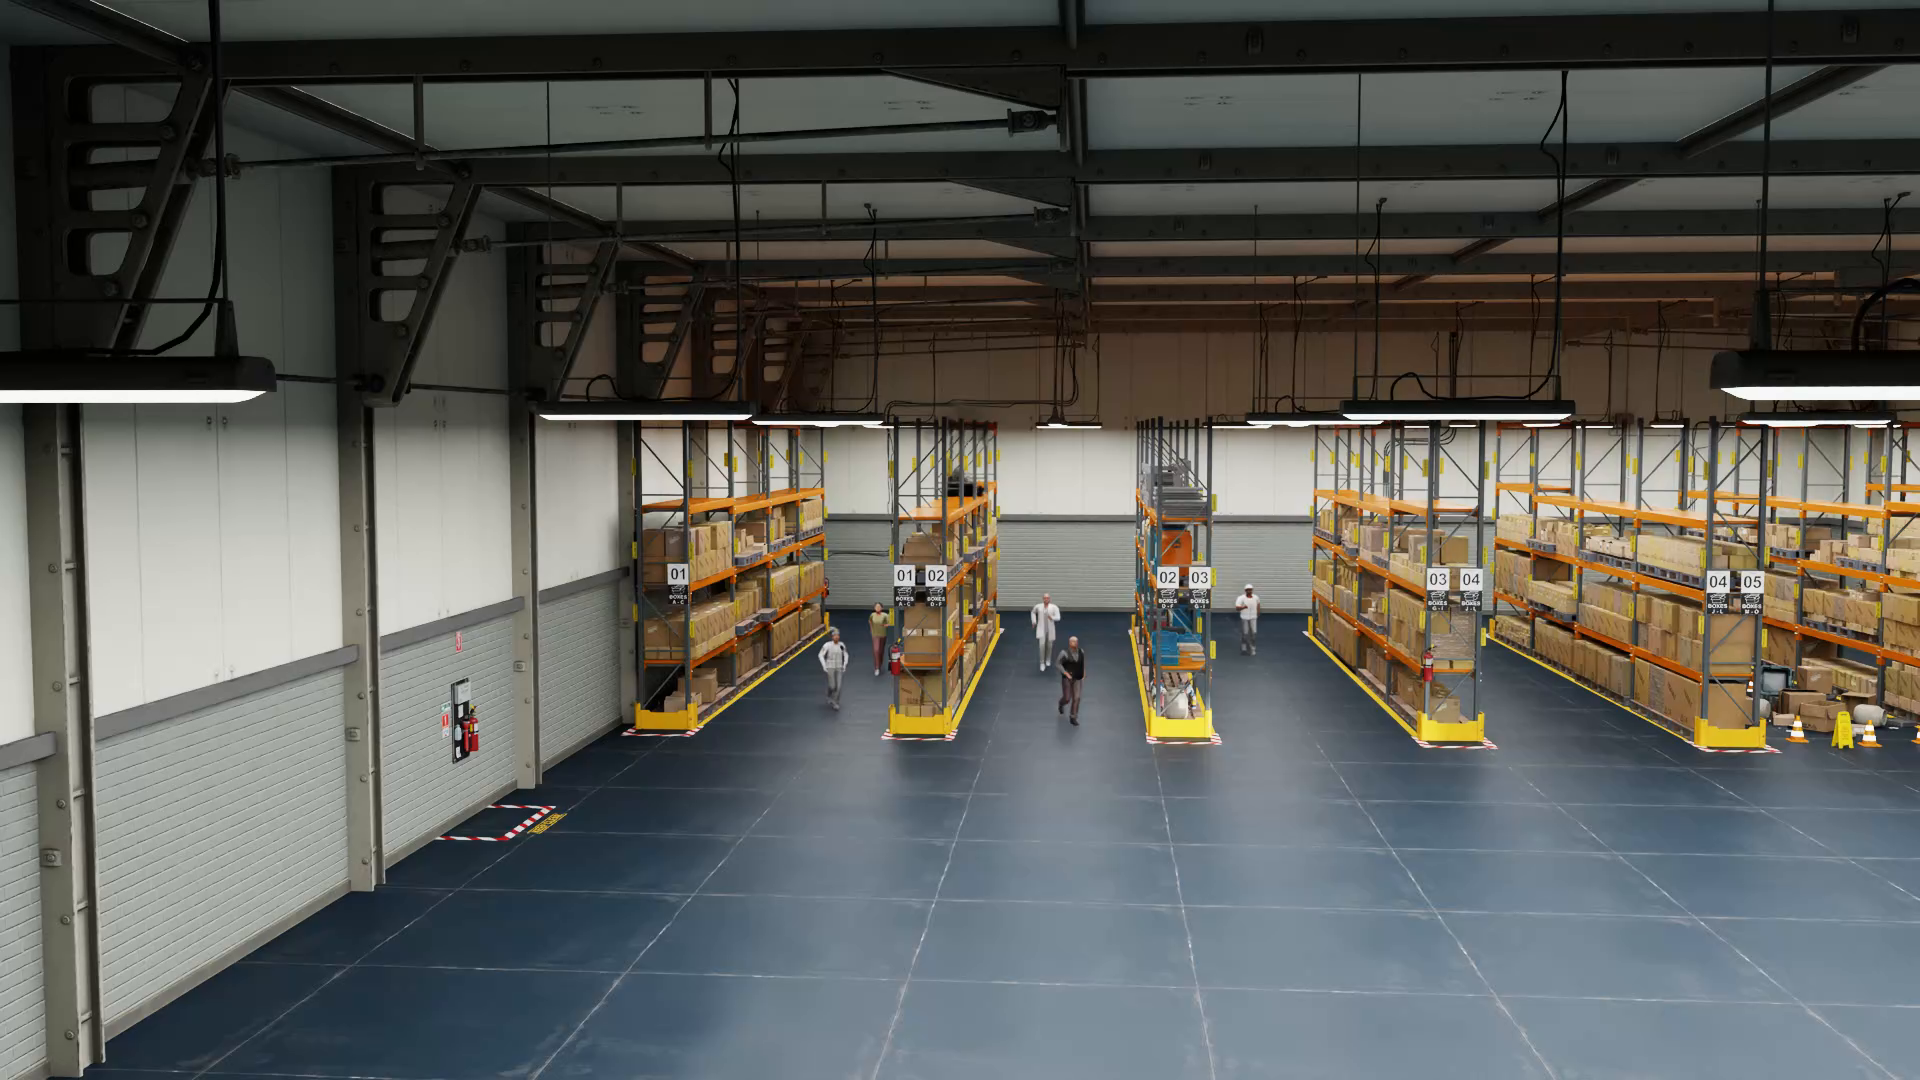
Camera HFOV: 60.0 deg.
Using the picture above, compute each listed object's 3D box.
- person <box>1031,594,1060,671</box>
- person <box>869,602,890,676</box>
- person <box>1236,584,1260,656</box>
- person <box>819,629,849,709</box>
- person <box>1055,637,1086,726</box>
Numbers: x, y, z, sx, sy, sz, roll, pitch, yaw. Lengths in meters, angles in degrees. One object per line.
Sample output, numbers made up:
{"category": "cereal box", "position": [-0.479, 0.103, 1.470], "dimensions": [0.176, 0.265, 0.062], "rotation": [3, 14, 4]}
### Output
{"category": "person", "position": [2.063, 2.198, 40.073], "dimensions": [0.666, 1.815, 0.922], "rotation": [0, 4, -1]}
{"category": "person", "position": [-1.887, 2.313, 39.409], "dimensions": [0.555, 1.701, 0.880], "rotation": [0, 4, -1]}
{"category": "person", "position": [7.409, 2.034, 42.694], "dimensions": [0.682, 1.808, 0.807], "rotation": [0, 4, -3]}
{"category": "person", "position": [-2.595, 2.656, 34.402], "dimensions": [0.628, 1.659, 0.478], "rotation": [-1, 4, -17]}
{"category": "person", "position": [2.194, 2.747, 32.739], "dimensions": [0.684, 1.713, 0.884], "rotation": [-1, 4, -19]}
